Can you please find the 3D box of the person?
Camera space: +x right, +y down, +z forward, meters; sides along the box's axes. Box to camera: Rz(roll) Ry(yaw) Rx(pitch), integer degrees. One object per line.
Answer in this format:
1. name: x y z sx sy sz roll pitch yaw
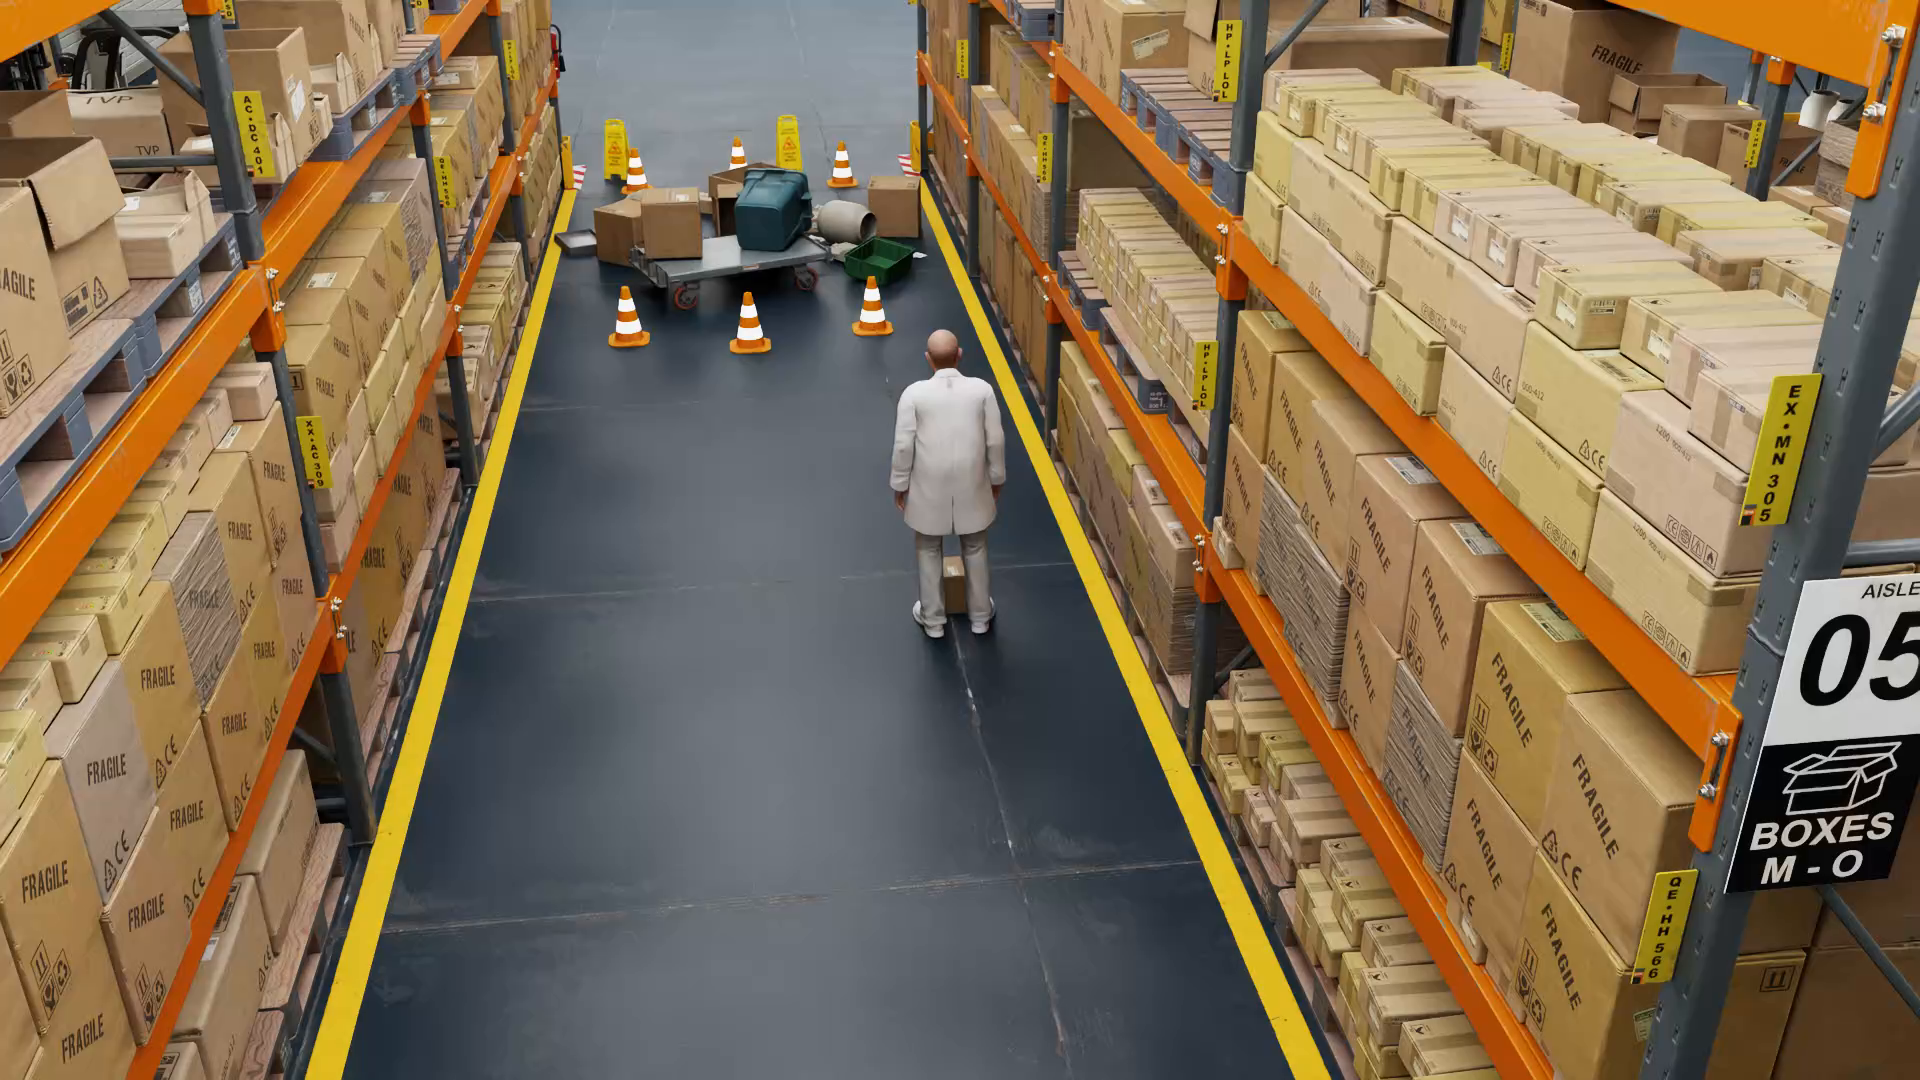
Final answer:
1. person: -0.063 -0.303 9.234 0.651 1.774 0.416 -4 27 -7
